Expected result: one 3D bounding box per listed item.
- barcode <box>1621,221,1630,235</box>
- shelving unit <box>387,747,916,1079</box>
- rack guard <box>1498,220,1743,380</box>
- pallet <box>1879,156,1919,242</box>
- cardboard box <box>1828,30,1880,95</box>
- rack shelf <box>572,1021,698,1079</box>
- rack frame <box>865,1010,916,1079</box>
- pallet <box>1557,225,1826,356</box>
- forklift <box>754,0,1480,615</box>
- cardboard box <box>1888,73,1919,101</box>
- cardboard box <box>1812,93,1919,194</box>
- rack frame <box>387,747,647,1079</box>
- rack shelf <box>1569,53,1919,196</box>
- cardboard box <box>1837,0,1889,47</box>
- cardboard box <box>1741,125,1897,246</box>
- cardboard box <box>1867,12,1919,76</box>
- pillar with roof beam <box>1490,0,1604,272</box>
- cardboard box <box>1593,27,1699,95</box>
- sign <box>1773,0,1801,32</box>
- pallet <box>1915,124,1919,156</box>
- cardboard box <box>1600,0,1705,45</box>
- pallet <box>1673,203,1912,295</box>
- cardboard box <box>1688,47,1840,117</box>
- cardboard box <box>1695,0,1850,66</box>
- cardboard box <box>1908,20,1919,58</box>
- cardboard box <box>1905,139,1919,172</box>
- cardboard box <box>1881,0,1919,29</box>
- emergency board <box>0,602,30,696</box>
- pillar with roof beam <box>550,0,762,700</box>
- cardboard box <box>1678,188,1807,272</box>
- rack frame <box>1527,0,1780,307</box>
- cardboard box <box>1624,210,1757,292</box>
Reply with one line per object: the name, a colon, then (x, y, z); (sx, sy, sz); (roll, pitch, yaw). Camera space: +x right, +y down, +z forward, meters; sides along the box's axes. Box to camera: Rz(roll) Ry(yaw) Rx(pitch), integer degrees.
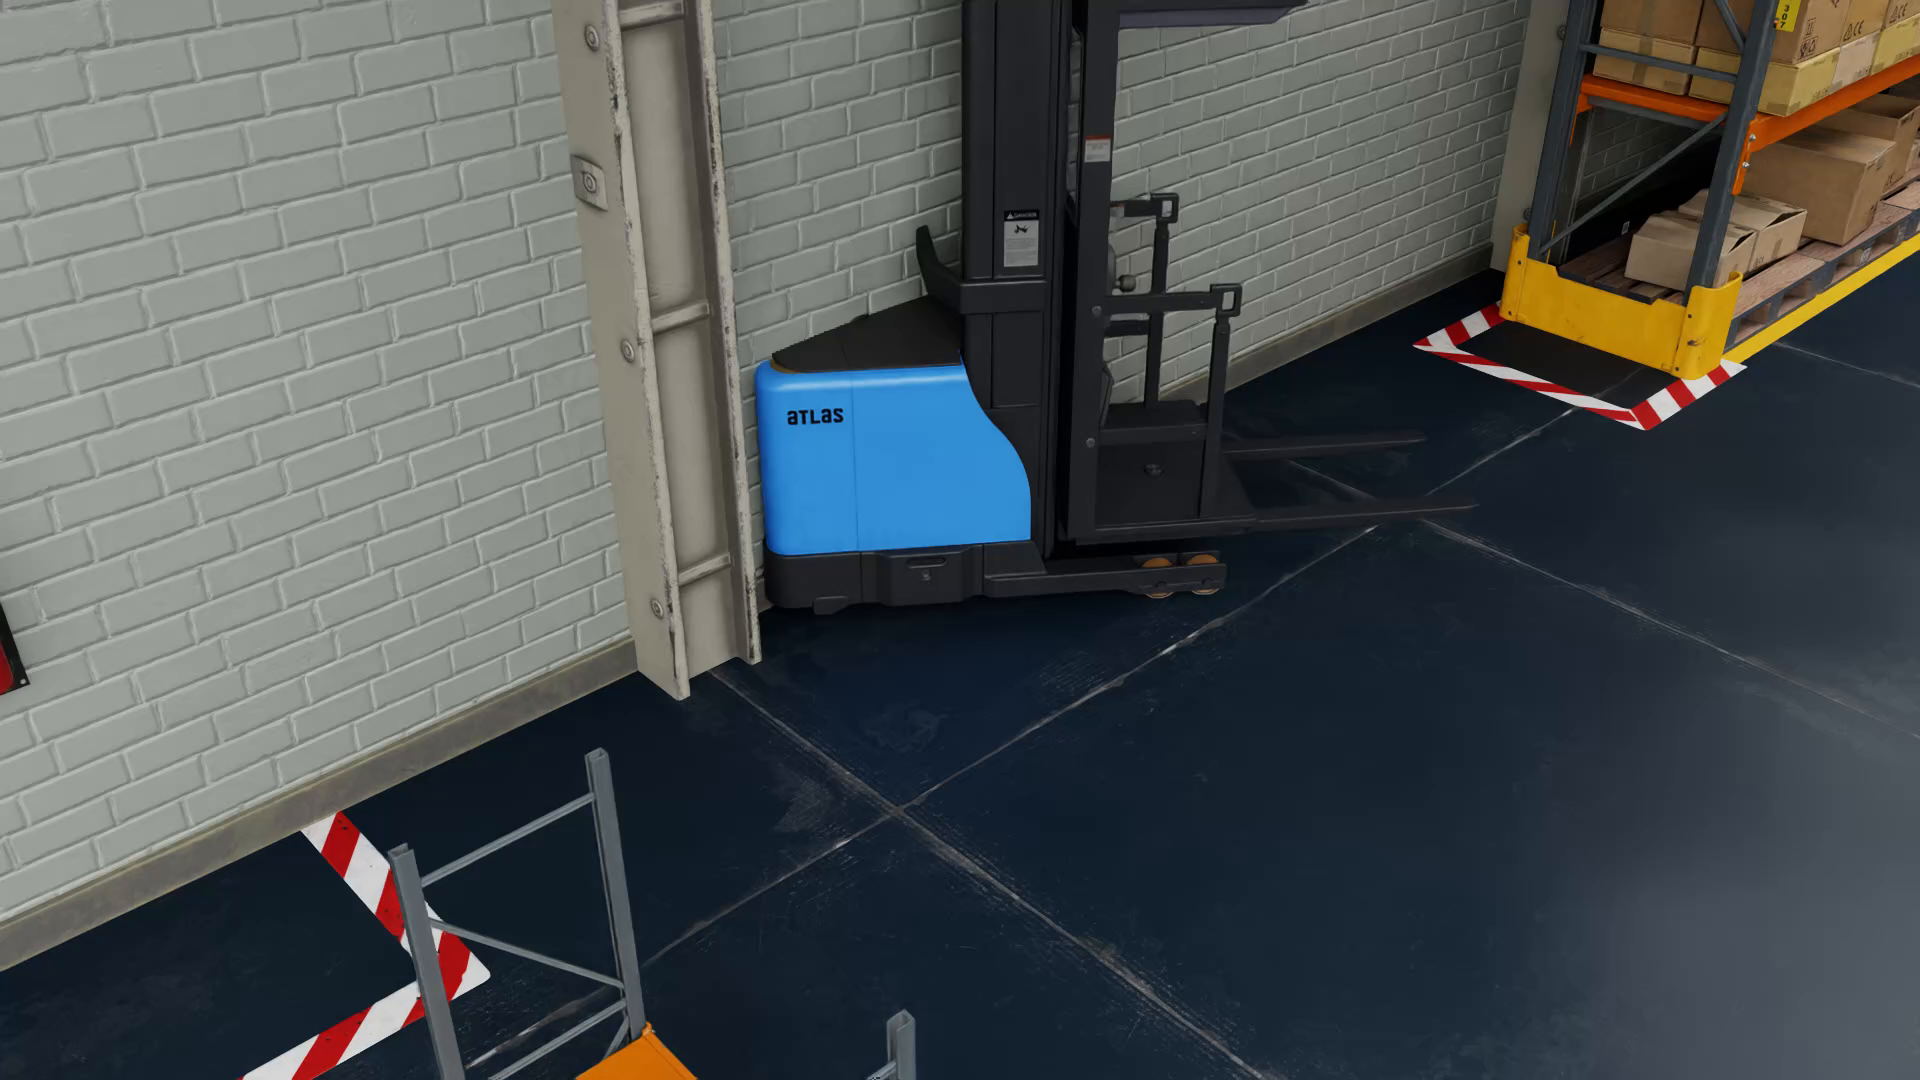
barcode: (3.767, -1.766, 9.410); (0.075, 0.075, 0.001); (-26, 40, -35)
shelving unit: (-0.623, 1.378, 3.558); (0.587, 1.500, 1.083); (-25, 40, -35)
rack guard: (3.513, -1.312, 8.916); (0.348, 0.500, 1.175); (-26, 40, -35)
pallet: (5.922, -2.329, 10.856); (1.213, 0.211, 1.003); (-26, 40, -35)
cardboard box: (4.402, -2.537, 8.649); (0.500, 0.250, 0.500); (-27, 41, -37)
rack shelf: (-0.617, 1.535, 3.646); (0.538, 0.185, 1.000); (-25, 40, -35)
rack frame: (-0.275, 1.578, 3.232); (0.500, 1.500, 0.032); (-25, 40, -35)
pallet: (4.132, -1.463, 9.441); (1.213, 0.211, 1.003); (-26, 40, -35)
forklift: (0.666, -1.279, 6.533); (3.031, 2.935, 1.130); (-4, 32, -6)
cardboard box: (6.918, -3.159, 11.515); (0.500, 0.500, 0.700); (-24, 39, -34)
cardboard box: (5.656, -2.508, 10.451); (0.500, 0.500, 0.500); (26, 40, 35)
rack frame: (-0.959, 1.186, 3.873); (0.500, 1.500, 0.032); (-25, 40, -35)
rack shelf: (4.923, -2.754, 9.568); (4.000, 0.370, 1.077); (-26, 40, -35)
cardboard box: (4.380, -2.842, 8.428); (0.500, 0.500, 0.500); (-26, 40, -35)
cardboard box: (5.015, -2.127, 9.827); (0.700, 0.500, 0.500); (26, 40, 36)
cardboard box: (4.779, -2.716, 8.940); (0.500, 0.250, 0.500); (-27, 40, -36)
pillar with roof beam: (6.309, -3.843, 4.909); (0.400, 9.000, 9.100); (-26, 40, -35)
cardboard box: (3.668, -2.536, 8.646); (0.500, 0.250, 0.500); (-25, 39, -35)
sign: (3.826, -2.513, 7.655); (0.005, 0.325, 0.100); (-26, 40, -35)
pallet: (6.960, -2.857, 11.720); (1.213, 0.211, 1.003); (-26, 40, -35)
cardboard box: (3.658, -2.864, 8.465); (0.500, 0.500, 0.500); (-26, 40, -36)
pallet: (5.027, -1.894, 10.145); (1.213, 0.211, 1.003); (-26, 40, -35)
cardboard box: (4.031, -2.348, 8.338); (0.500, 0.250, 0.500); (-27, 41, -37)
cardboard box: (4.011, -2.670, 8.147); (0.500, 0.500, 0.500); (-26, 40, -35)
cardboard box: (5.151, -2.894, 9.232); (0.500, 0.250, 0.500); (-25, 40, -35)
cardboard box: (6.018, -2.548, 10.836); (0.380, 0.166, 0.250); (23, 38, 33)
cardboard box: (4.764, -3.023, 8.723); (0.500, 0.500, 0.500); (-27, 41, -37)
emergency board: (-2.856, 0.060, 4.277); (0.643, 1.169, 0.194); (-26, 40, -35)
pillar with roof beam: (1.909, -1.715, 1.429); (0.400, 9.000, 9.100); (-26, 40, -35)
cardboard box: (4.443, -1.805, 9.482); (0.500, 0.311, 0.500); (-22, 38, -32)
rack frame: (3.457, -2.351, 8.220); (0.127, 3.000, 1.000); (-26, 40, -35)
cardboard box: (4.025, -1.603, 9.152); (0.500, 0.311, 0.500); (24, 39, 34)
